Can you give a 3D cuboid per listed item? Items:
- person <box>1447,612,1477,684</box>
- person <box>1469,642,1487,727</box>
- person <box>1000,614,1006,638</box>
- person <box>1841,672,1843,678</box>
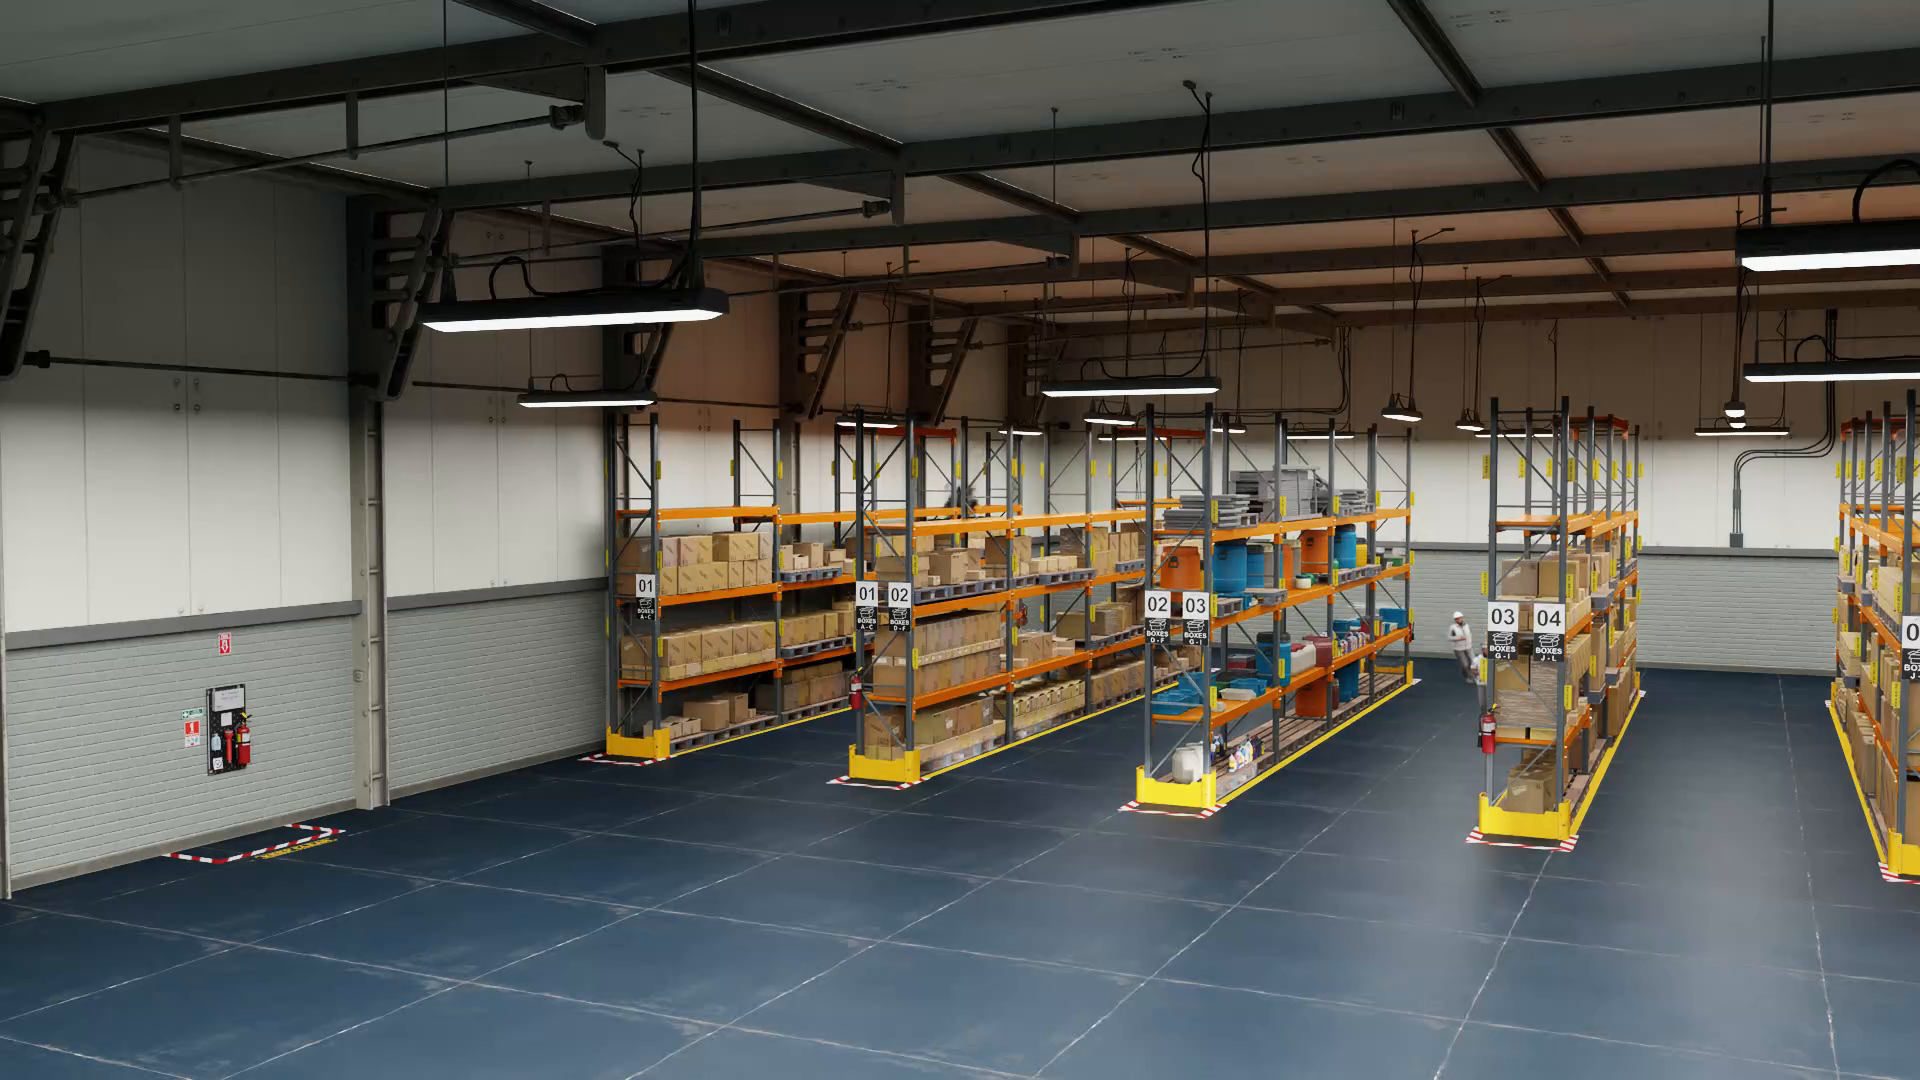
[{"bbox_3d":[11.725,2.516,38.756,0.757,1.700,0.612,0,2,-4],"label":"person"},{"bbox_3d":[10.084,2.815,31.883,0.592,1.762,0.780,1,3,27],"label":"person"},{"bbox_3d":[0.819,2.399,37.087,0.547,1.557,0.488,1,3,20],"label":"person"},{"bbox_3d":[19.378,2.633,36.151,0.760,1.708,0.541,-2,3,-42],"label":"person"}]
